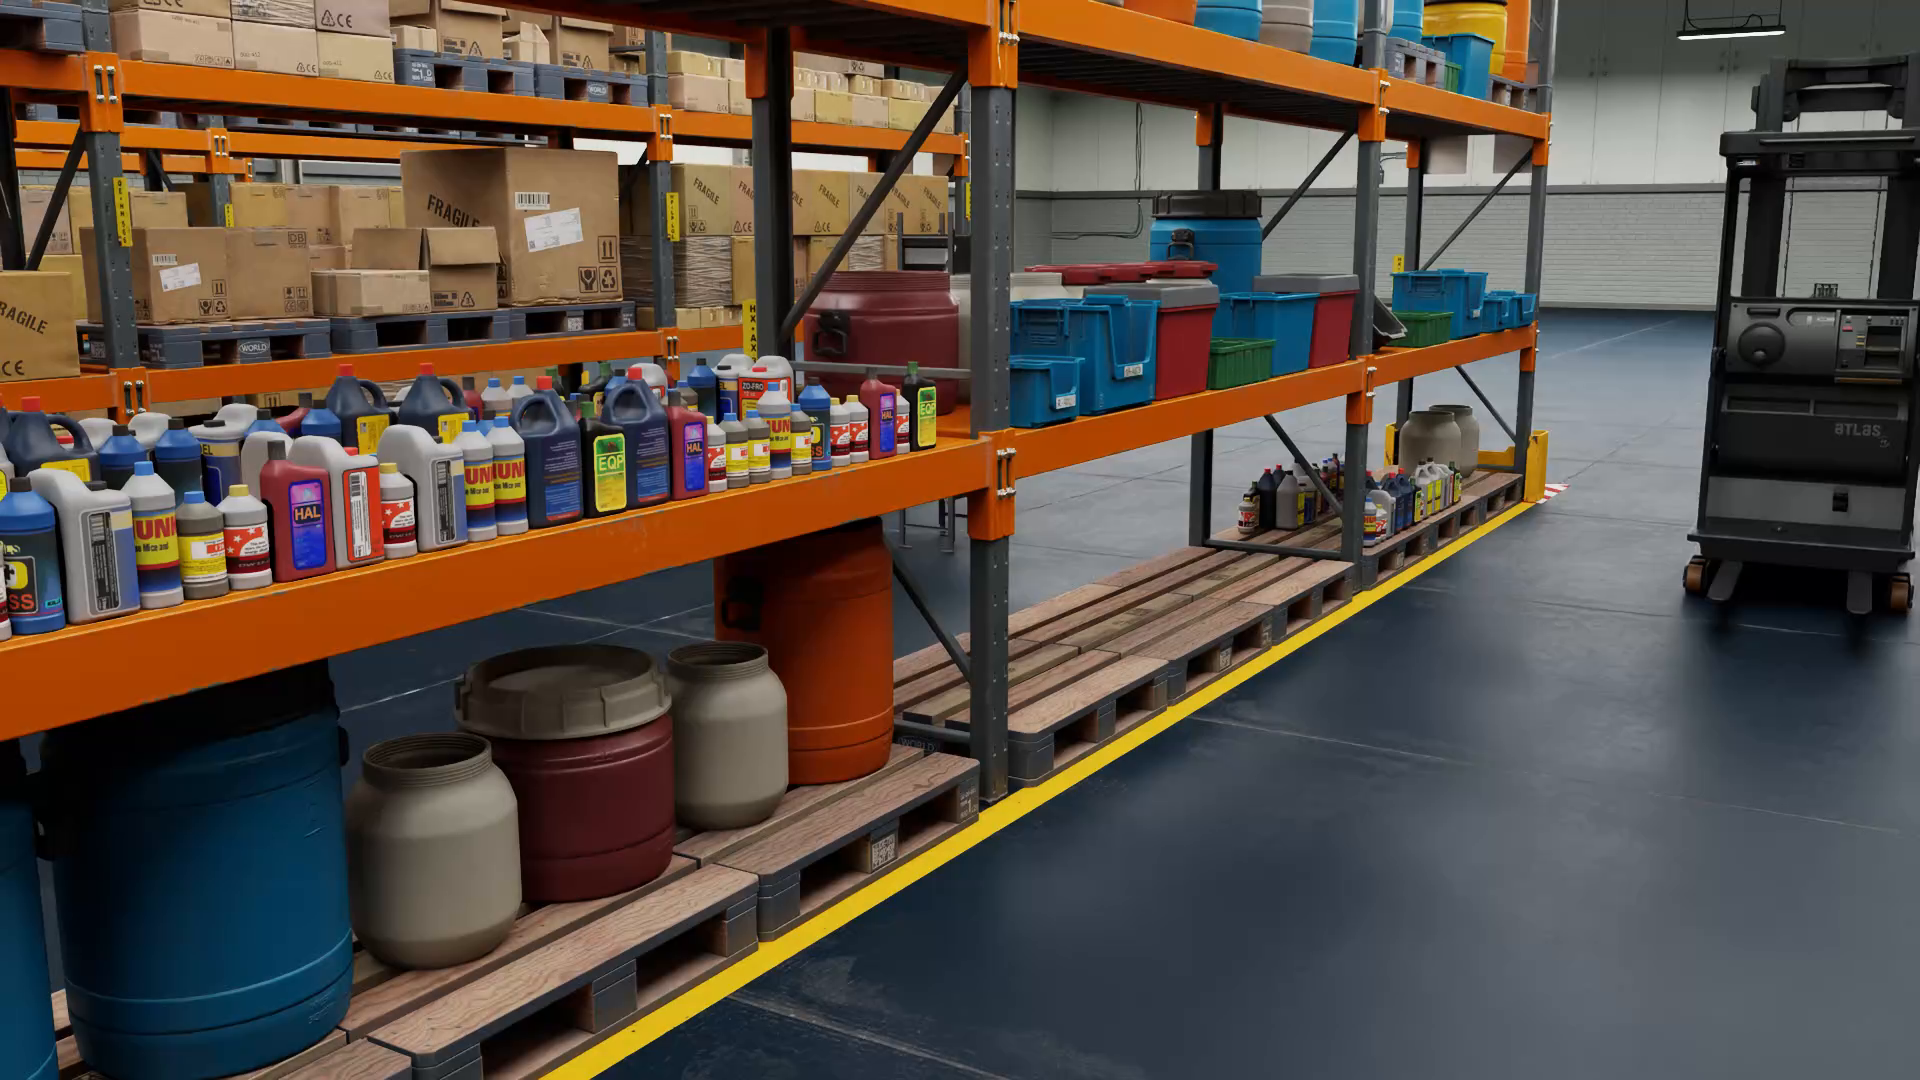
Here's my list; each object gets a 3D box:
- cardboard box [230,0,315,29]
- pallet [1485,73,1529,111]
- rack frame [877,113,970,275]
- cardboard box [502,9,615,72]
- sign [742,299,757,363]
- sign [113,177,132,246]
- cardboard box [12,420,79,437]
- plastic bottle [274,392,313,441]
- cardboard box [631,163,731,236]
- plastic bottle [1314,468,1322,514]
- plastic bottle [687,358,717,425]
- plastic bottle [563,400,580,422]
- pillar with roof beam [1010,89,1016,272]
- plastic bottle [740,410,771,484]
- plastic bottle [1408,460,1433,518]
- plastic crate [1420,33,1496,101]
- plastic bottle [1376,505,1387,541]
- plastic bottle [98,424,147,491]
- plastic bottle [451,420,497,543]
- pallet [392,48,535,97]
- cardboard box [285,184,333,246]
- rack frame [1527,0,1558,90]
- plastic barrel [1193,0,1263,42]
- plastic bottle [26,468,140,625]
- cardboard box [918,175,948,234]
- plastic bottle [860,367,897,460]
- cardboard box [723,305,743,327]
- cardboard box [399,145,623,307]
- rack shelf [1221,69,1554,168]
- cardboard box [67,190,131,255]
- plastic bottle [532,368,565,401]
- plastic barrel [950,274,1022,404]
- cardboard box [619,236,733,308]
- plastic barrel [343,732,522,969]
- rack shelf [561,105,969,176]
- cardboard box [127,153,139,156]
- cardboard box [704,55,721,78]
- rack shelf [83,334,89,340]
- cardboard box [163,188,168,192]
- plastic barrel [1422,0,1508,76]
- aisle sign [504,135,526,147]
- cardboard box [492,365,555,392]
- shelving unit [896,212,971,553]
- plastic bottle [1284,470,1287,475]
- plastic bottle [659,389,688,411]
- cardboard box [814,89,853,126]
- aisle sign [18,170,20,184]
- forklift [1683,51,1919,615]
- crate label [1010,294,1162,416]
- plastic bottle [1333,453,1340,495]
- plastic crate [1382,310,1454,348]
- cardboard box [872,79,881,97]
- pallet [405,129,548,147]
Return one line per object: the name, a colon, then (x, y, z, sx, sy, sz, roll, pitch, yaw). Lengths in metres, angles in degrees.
cardboard box: (-3.789, -2.965, 8.775, 0.500, 0.500, 0.500, 6, 12, 31)
pallet: (3.354, -3.113, 11.708, 1.003, 0.211, 1.213, 6, 12, 31)
rack frame: (-0.366, -2.325, 15.139, 1.000, 3.000, 0.127, 6, 12, 31)
cardboard box: (-2.772, -3.363, 11.110, 0.797, 0.503, 0.637, 6, 12, 28)
sign: (-0.760, -0.726, 6.150, 0.100, 0.325, 0.005, 6, 12, 31)
sign: (-4.044, -1.584, 8.031, 0.100, 0.325, 0.005, 6, 12, 31)
cardboard box: (-4.896, -0.123, 8.006, 1.225, 0.875, 0.875, 6, 12, 28)
plastic bottle: (-1.712, -0.236, 4.293, 0.061, 0.283, 0.133, 6, 12, 31)
cardboard box: (-1.992, -2.430, 11.898, 0.500, 0.500, 0.500, 6, 12, 31)
plastic bottle: (2.246, -0.308, 10.550, 0.061, 0.283, 0.133, 6, 12, 31)
plastic bottle: (-0.871, -0.478, 5.621, 0.097, 0.271, 0.097, 0, 11, 0)
plastic bottle: (-0.943, -0.208, 4.147, 0.061, 0.283, 0.133, 6, 12, 31)
pillar with roof beam: (5.043, -10.978, 45.054, 9.100, 9.000, 0.548, 6, 12, 31)
plastic bottle: (-0.580, -0.263, 4.661, 0.097, 0.201, 0.097, 0, 11, 0)
plastic bottle: (2.883, -0.321, 10.436, 0.144, 0.351, 0.185, 6, 12, 30)
plastic crate: (3.134, -2.990, 10.581, 0.392, 0.384, 0.575, 6, 12, 31)
plastic bottle: (2.436, -0.104, 9.683, 0.097, 0.201, 0.097, 0, 11, 0)
plastic bottle: (-1.867, -0.122, 3.721, 0.097, 0.271, 0.097, 0, 11, 0)
plastic bottle: (-1.113, -0.136, 3.793, 0.097, 0.271, 0.097, 0, 11, 0)
pallet: (-3.390, -2.828, 10.183, 1.213, 0.211, 1.003, 6, 12, 31)
cardboard box: (-6.223, -2.943, 15.095, 0.875, 0.550, 0.550, 6, 12, 31)
rack frame: (3.867, -4.801, 12.059, 1.000, 3.000, 0.127, 6, 12, 31)
plastic barrel: (1.032, -2.638, 7.292, 0.600, 0.901, 0.708, 6, 12, 31)
plastic bottle: (-1.607, 0.002, 3.044, 0.152, 0.276, 0.135, 6, 12, 31)
cardboard box: (-0.441, -2.902, 14.422, 0.500, 0.500, 0.500, 6, 12, 31)
plastic bottle: (-0.252, -0.396, 5.150, 0.061, 0.283, 0.133, 6, 12, 31)
cardboard box: (-1.827, -1.658, 12.256, 0.380, 0.149, 0.250, 6, 12, 31)
cardboard box: (-2.975, -2.086, 11.089, 1.000, 1.000, 1.000, 6, 12, 31)
rack shelf: (2.828, -2.659, 10.721, 1.077, 0.370, 4.000, 6, 12, 31)
cardboard box: (-7.148, -2.567, 13.440, 0.700, 0.500, 0.500, 6, 12, 30)
plastic bottle: (-1.256, -0.374, 5.031, 0.061, 0.283, 0.133, 6, 12, 31)
plastic barrel: (0.065, -0.831, 6.854, 0.421, 0.512, 0.421, 0, 11, 0)
cardboard box: (-2.157, -1.957, 12.088, 0.875, 0.500, 0.500, 6, 12, 31)
plastic barrel: (-1.329, 0.776, 4.193, 0.421, 0.512, 0.421, 0, 11, 0)
rack shelf: (-1.405, -3.132, 13.249, 1.077, 0.370, 4.000, 6, 12, 31)
cardboard box: (-9.328, -4.382, 18.657, 0.380, 0.149, 0.250, 6, 12, 30)
cardboard box: (-1.931, -3.363, 11.854, 0.380, 0.149, 0.250, 6, 12, 28)
rack shelf: (-7.668, -1.518, 12.781, 1.077, 0.370, 4.000, 6, 12, 31)
cardboard box: (-9.184, -3.779, 19.106, 0.700, 0.500, 0.500, 7, 12, 31)
plastic barrel: (3.384, -3.434, 11.257, 0.600, 0.588, 0.600, 0, 11, 0)
aisle sign: (-4.773, -4.133, 17.728, 0.394, 0.787, 0.004, 6, 12, 31)
cardboard box: (-4.849, -1.864, 17.308, 0.875, 0.875, 0.875, 6, 12, 31)
shelving unit: (-0.086, -1.006, 10.536, 0.431, 2.100, 0.503, 6, 12, 31)
plastic bottle: (2.027, -0.293, 10.468, 0.061, 0.283, 0.133, 7, 13, 34)
plastic bottle: (-0.911, -0.378, 5.274, 0.097, 0.201, 0.097, 0, 11, 0)
cardboard box: (-1.186, -3.388, 13.070, 0.500, 0.250, 0.500, 6, 12, 30)
aisle sign: (-12.795, -5.006, 22.392, 0.394, 0.787, 0.004, 6, 12, 31)
forklift: (4.680, -1.150, 9.047, 1.130, 2.935, 3.031, 6, 12, 28)
crate label: (0.460, -0.742, 6.584, 0.502, 0.435, 0.616, 6, 12, 31)
plastic bottle: (2.526, -0.444, 11.276, 0.061, 0.283, 0.133, 7, 12, 32)
plastic crate: (2.736, -1.306, 10.267, 0.450, 0.188, 0.662, 6, 12, 31)
cardboard box: (-0.872, -3.697, 13.636, 0.380, 0.149, 0.250, 7, 12, 31)
pallet: (-4.929, -4.128, 16.858, 1.003, 0.211, 1.213, 6, 12, 31)
